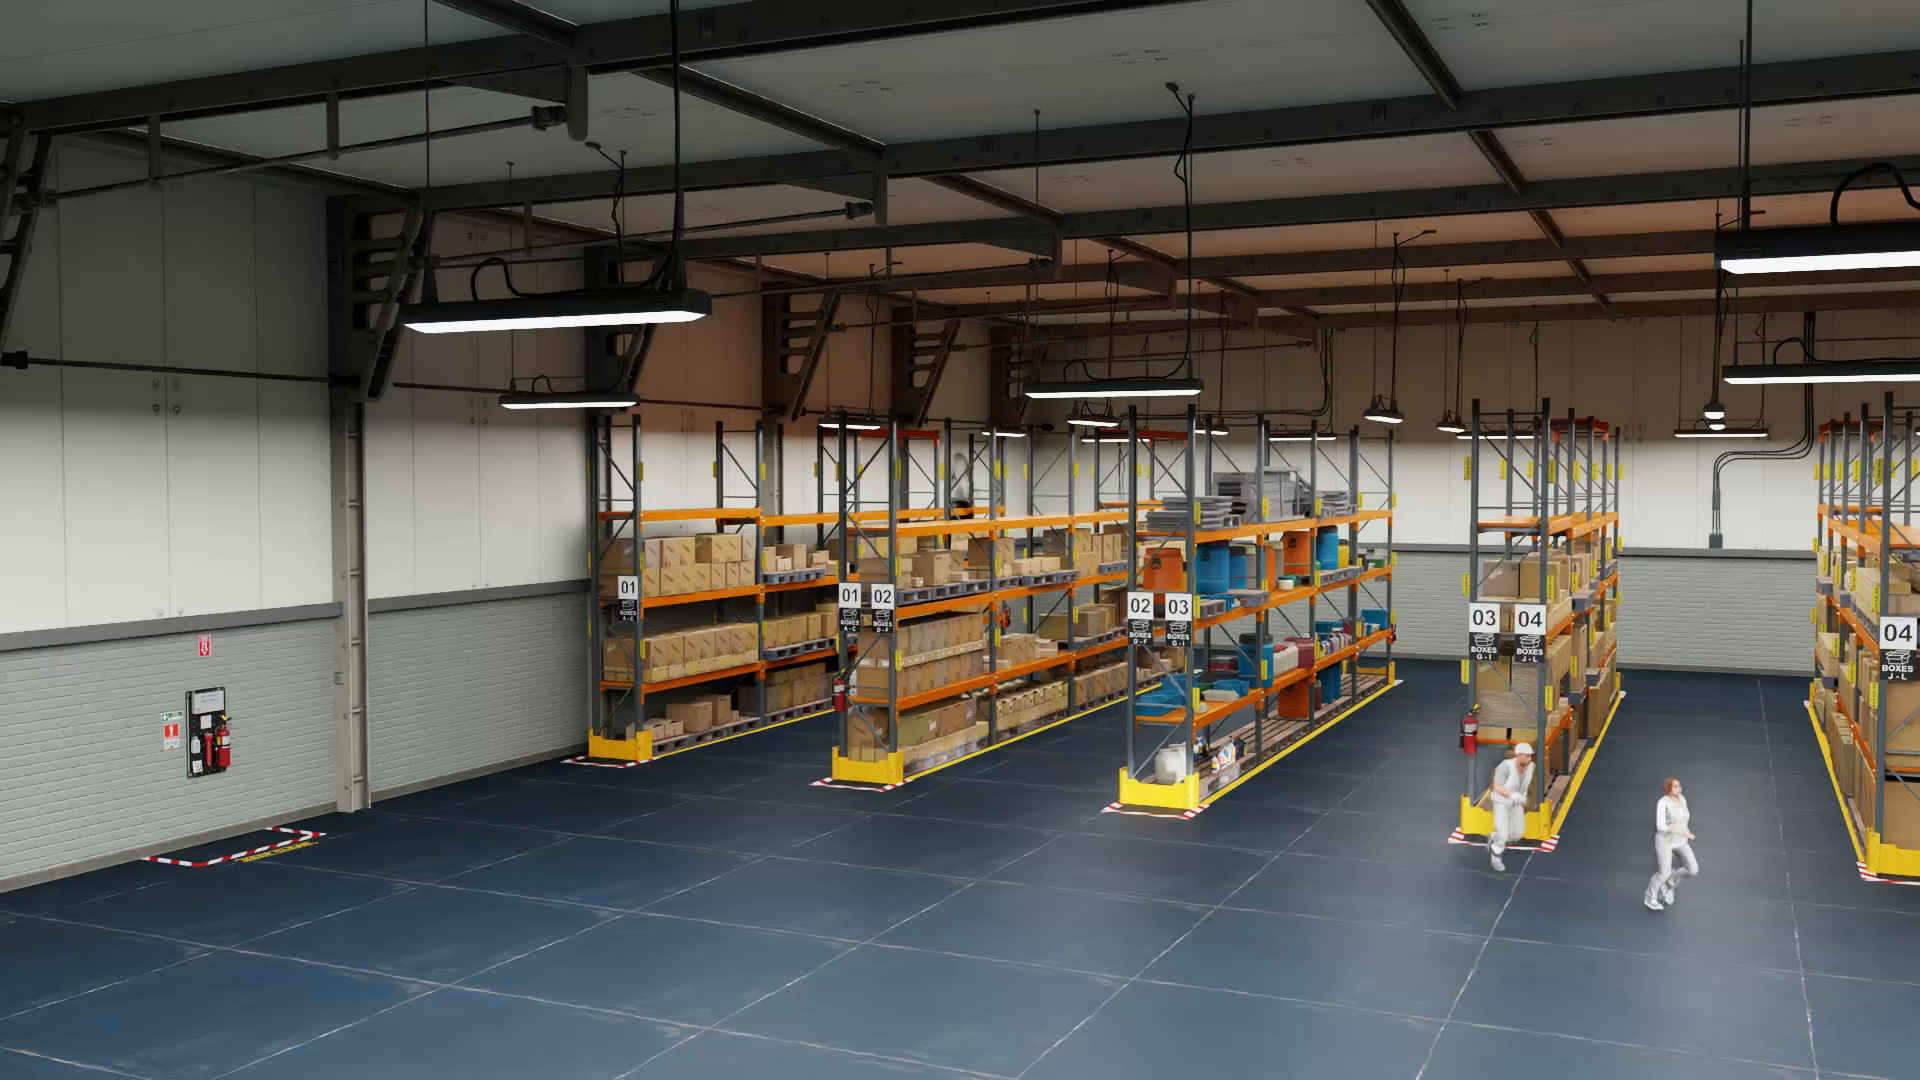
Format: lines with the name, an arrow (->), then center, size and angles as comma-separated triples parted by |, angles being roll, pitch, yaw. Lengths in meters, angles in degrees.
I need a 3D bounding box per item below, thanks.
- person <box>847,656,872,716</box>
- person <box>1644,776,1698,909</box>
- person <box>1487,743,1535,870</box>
person -> -1.798, 2.942, 30.112 | 0.582, 1.723, 0.759 | 1, 3, 21
person -> 8.074, 3.440, 18.795 | 0.558, 1.553, 0.719 | -1, 2, -19
person -> 6.935, 3.326, 20.850 | 0.672, 1.652, 0.838 | -1, 2, -19
